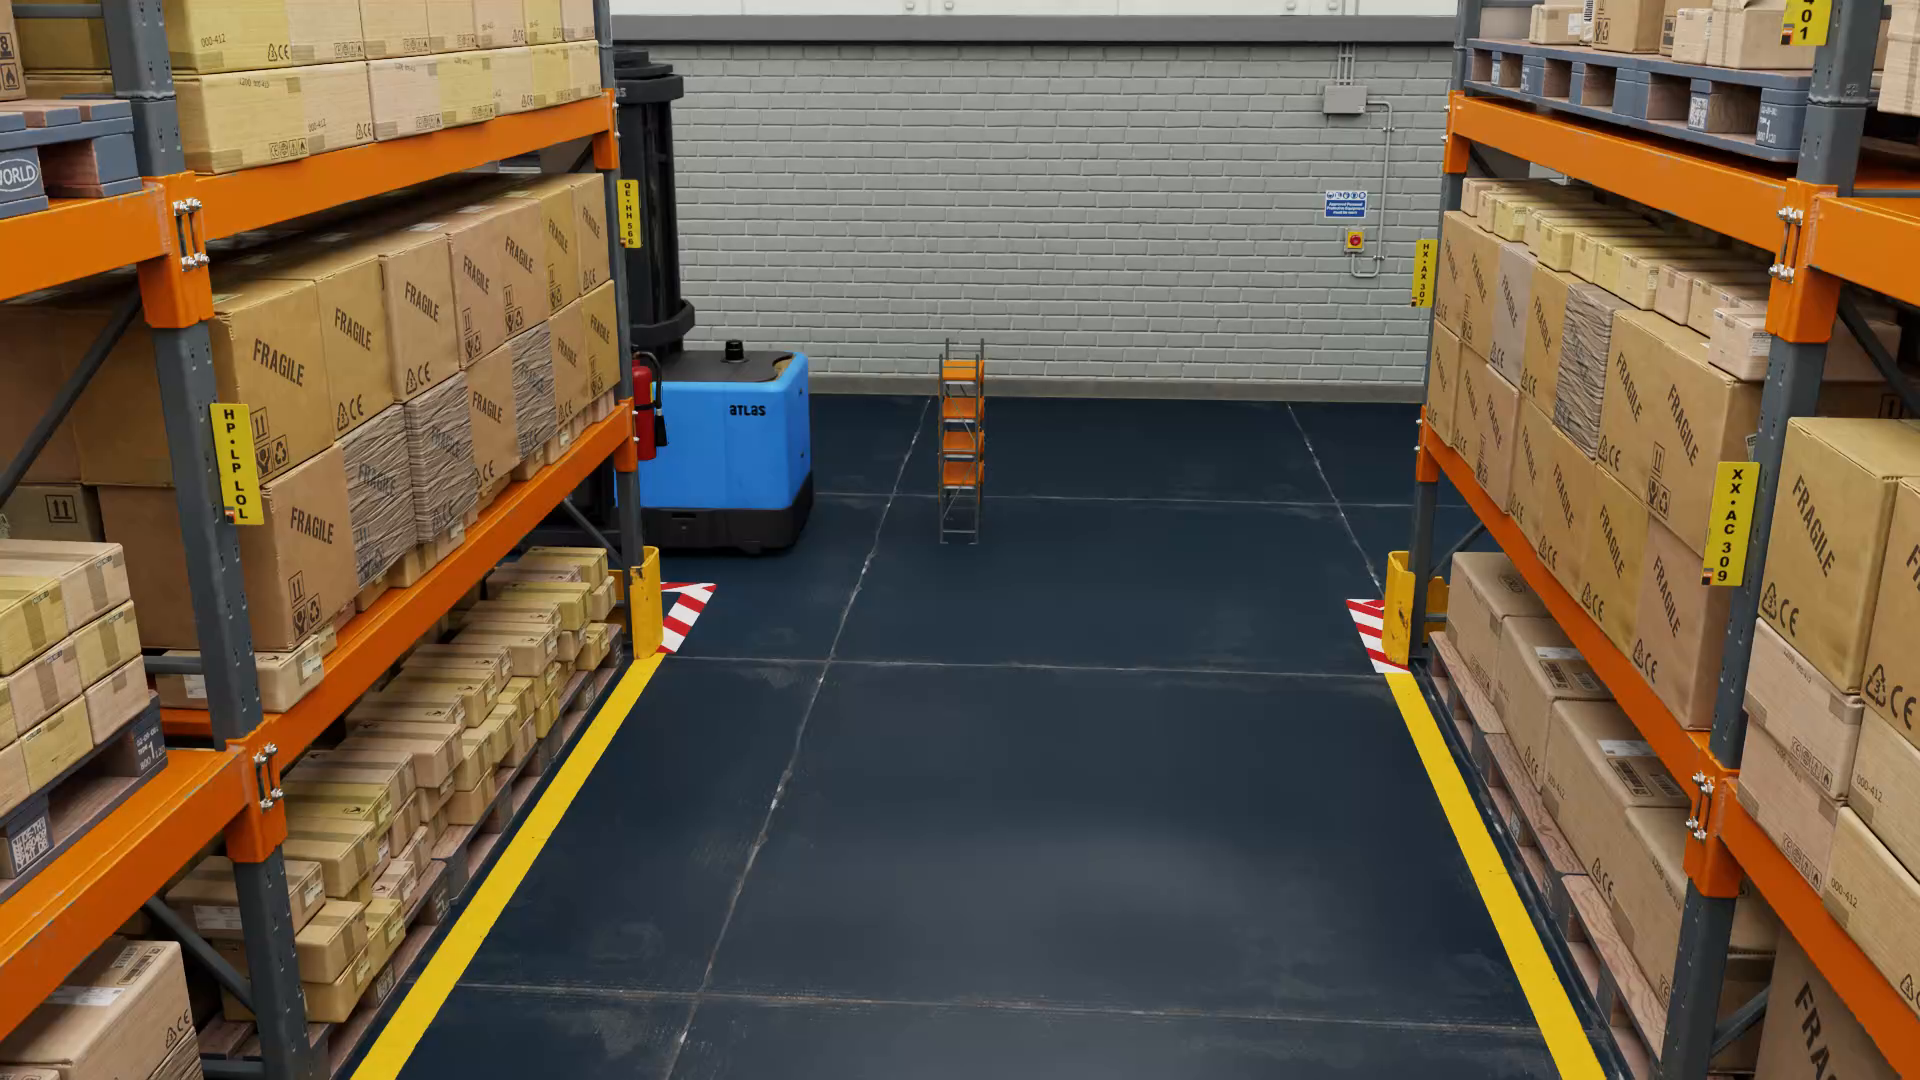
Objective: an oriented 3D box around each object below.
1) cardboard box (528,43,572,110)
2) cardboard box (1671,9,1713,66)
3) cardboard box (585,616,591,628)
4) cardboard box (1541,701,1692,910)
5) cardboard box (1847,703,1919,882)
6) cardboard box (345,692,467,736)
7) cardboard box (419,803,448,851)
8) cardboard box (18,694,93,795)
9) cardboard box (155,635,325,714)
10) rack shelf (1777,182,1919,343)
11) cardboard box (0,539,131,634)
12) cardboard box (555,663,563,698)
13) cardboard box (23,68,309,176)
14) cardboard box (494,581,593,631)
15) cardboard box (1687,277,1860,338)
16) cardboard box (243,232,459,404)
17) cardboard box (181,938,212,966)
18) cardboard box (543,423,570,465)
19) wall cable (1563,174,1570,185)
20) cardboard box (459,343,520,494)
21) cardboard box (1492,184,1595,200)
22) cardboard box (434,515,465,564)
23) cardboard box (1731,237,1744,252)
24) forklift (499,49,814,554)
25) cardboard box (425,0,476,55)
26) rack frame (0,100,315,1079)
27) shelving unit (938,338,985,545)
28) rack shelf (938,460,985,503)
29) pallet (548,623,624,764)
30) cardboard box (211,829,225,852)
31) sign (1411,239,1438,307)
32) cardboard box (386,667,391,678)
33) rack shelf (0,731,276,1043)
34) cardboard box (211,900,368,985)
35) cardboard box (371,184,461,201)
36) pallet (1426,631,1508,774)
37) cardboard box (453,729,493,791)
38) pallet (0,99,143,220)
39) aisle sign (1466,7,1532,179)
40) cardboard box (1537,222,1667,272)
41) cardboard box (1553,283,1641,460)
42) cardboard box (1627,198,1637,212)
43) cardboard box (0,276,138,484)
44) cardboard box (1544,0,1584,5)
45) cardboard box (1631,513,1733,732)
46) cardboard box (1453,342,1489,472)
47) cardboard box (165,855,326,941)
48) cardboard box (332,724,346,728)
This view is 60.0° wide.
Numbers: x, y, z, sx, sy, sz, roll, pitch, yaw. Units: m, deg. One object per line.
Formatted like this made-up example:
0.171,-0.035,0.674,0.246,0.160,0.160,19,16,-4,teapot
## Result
-1.954,-1.948,6.975,0.500,0.250,0.500,1,18,4,cardboard box
2.247,-1.419,4.688,0.380,0.149,0.250,2,18,5,cardboard box
-1.982,0.364,7.920,0.380,0.149,0.250,1,18,3,cardboard box
2.718,0.969,6.089,0.875,0.438,0.875,1,18,2,cardboard box
2.180,0.548,3.370,0.500,0.250,0.500,2,18,5,cardboard box
-2.131,0.704,6.407,0.380,0.149,0.250,1,18,2,cardboard box
-2.158,1.067,6.255,0.380,0.149,0.250,1,18,2,cardboard box
-2.292,0.471,3.898,0.380,0.149,0.250,1,18,4,cardboard box
-2.096,0.381,4.846,0.380,0.149,0.250,2,18,6,cardboard box
2.359,-0.041,2.068,1.077,0.370,4.000,1,18,4,rack shelf
-2.277,0.109,4.048,0.380,0.149,0.250,2,18,6,cardboard box
-2.013,0.663,7.487,0.380,0.149,0.250,1,18,4,cardboard box
-2.146,-1.149,4.537,0.500,0.250,0.500,2,18,7,cardboard box
-1.908,0.303,7.630,0.380,0.149,0.250,1,18,3,cardboard box
2.361,-0.669,4.838,0.380,0.149,0.250,1,18,4,cardboard box
-2.078,-0.773,5.722,0.500,0.500,0.500,2,18,5,cardboard box
-2.652,1.290,5.574,0.380,0.149,0.250,2,18,5,cardboard box
-1.951,-0.438,7.347,0.380,0.149,0.250,2,18,5,cardboard box
4.585,-3.027,13.213,0.588,1.984,0.122,1,18,4,wall cable
-2.046,-0.471,6.405,0.500,0.500,0.500,2,18,7,cardboard box
2.539,-1.464,7.267,0.380,0.149,0.250,2,18,5,cardboard box
-2.050,-0.029,6.097,0.380,0.149,0.250,2,18,6,cardboard box
2.911,-0.974,5.770,0.380,0.149,0.250,1,18,4,cardboard box
-2.501,-1.467,10.194,3.031,2.935,1.130,1,18,3,forklift
-2.058,-1.868,5.928,0.500,0.250,0.500,0,18,2,cardboard box
-2.443,0.343,4.560,1.000,3.000,0.127,1,18,4,rack frame
0.012,-0.622,10.393,0.258,1.200,0.503,1,18,4,shelving unit
0.012,-0.369,10.476,0.258,0.148,0.480,1,18,4,rack shelf
-2.255,0.701,7.946,1.003,0.211,1.213,1,18,4,pallet
-2.687,0.941,5.682,0.380,0.149,0.250,1,18,3,cardboard box
2.236,-1.284,8.007,0.100,0.325,0.005,1,18,4,sign
-2.607,0.537,6.915,0.380,0.149,0.250,2,18,5,cardboard box
-2.586,1.306,2.777,1.077,0.370,4.000,1,18,4,rack shelf
-2.097,1.251,5.214,0.380,0.149,0.250,2,18,6,cardboard box
-2.483,-1.273,7.248,0.500,0.500,0.500,2,18,6,cardboard box
2.809,0.755,7.781,1.003,0.211,1.213,1,18,4,pallet
-2.041,0.848,6.443,0.380,0.149,0.250,1,18,3,cardboard box
-2.593,-0.804,3.545,1.213,0.211,1.003,1,18,4,pallet
2.505,-2.085,7.793,0.394,0.787,0.004,1,18,4,aisle sign
2.334,-1.067,6.053,0.380,0.149,0.250,1,18,3,cardboard box
2.332,-0.569,5.577,0.500,0.500,0.500,2,18,5,cardboard box
3.034,-1.374,6.991,0.380,0.149,0.250,1,18,3,cardboard box
-2.679,-0.473,4.807,0.500,0.500,0.500,1,18,2,cardboard box
2.846,-2.280,7.153,0.500,0.250,0.500,0,18,-1,cardboard box
2.280,0.224,4.760,0.500,0.500,0.500,1,18,4,cardboard box
2.459,-0.568,7.178,0.500,0.500,0.500,1,18,3,cardboard box
-2.211,1.113,5.159,0.380,0.149,0.250,2,18,6,cardboard box
-2.513,0.764,6.702,0.380,0.149,0.250,2,18,7,cardboard box
